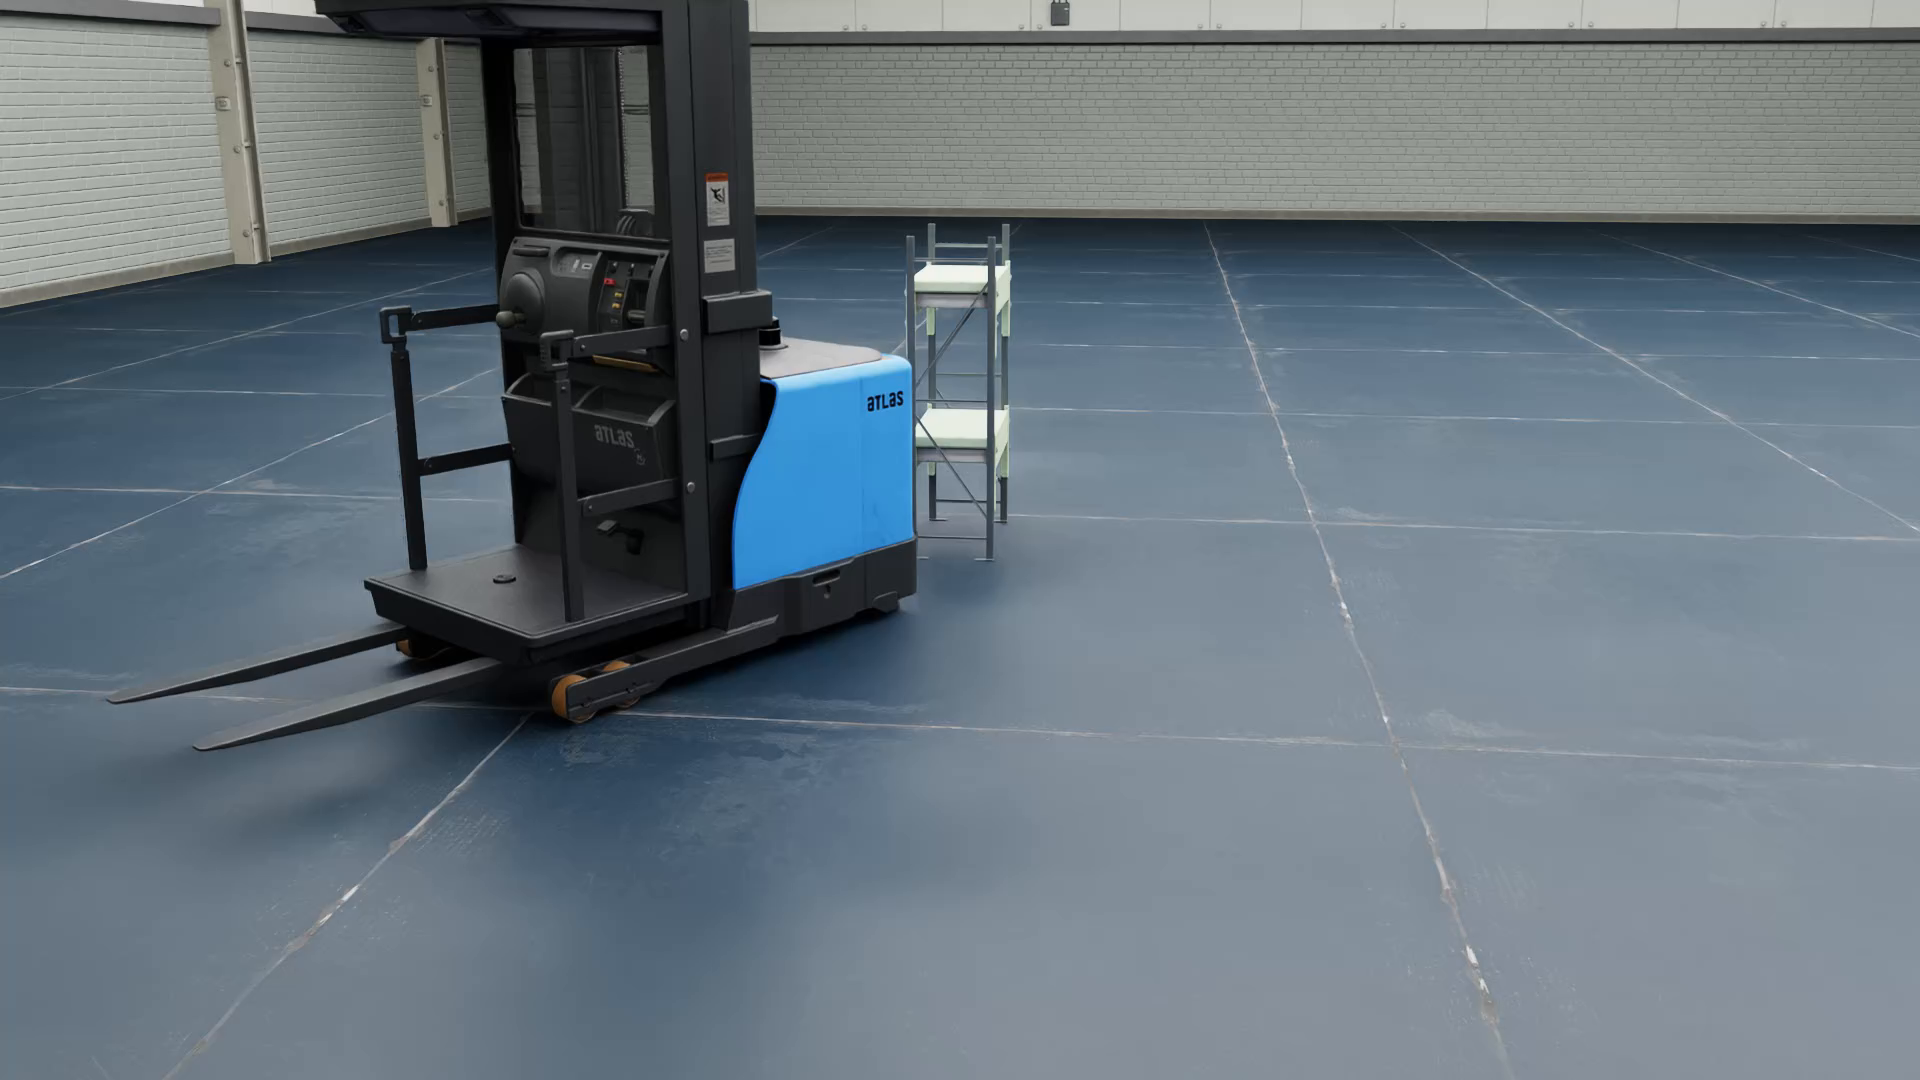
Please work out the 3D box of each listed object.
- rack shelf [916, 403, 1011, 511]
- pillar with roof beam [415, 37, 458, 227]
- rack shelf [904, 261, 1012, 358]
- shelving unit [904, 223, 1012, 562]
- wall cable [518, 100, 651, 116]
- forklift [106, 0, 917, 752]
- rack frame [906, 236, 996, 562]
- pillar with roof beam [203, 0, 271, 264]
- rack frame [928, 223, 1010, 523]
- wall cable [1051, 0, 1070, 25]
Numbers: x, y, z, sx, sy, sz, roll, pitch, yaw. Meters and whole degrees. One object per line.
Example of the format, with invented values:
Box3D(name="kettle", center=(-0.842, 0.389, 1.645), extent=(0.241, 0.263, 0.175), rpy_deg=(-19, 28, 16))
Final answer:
Box3D(name="rack shelf", center=(0.001, -0.411, 8.058), extent=(0.431, 0.370, 0.720), rpy_deg=(2, 15, 6))
Box3D(name="pillar with roof beam", center=(-4.123, -9.333, 25.436), extent=(9.100, 9.000, 0.400), rpy_deg=(2, 15, 6))
Box3D(name="rack shelf", center=(0.001, -1.102, 7.871), extent=(0.431, 0.370, 0.720), rpy_deg=(2, 15, 6))
Box3D(name="shelving unit", center=(0.001, -0.726, 7.973), extent=(0.431, 1.500, 0.755), rpy_deg=(2, 15, 6))
Box3D(name="wall cable", center=(-6.754, -8.686, 28.992), extent=(3.097, 2.526, 0.112), rpy_deg=(2, 15, 6))
Box3D(name="forklift", center=(-1.530, -0.925, 5.966), extent=(1.130, 2.935, 3.031), rpy_deg=(13, 20, 39))
Box3D(name="rack frame", center=(-0.041, -0.631, 7.622), extent=(0.400, 1.500, 0.023), rpy_deg=(2, 15, 6))
Box3D(name="pillar with roof beam", center=(-4.800, -7.776, 19.681), extent=(9.100, 9.000, 0.400), rpy_deg=(2, 15, 6))
Box3D(name="rack frame", center=(0.042, -0.821, 8.324), extent=(0.400, 1.500, 0.023), rpy_deg=(2, 15, 6))
Box3D(name="wall cable", center=(2.677, -11.542, 27.094), extent=(2.305, 6.003, 0.169), rpy_deg=(2, 15, 6))
